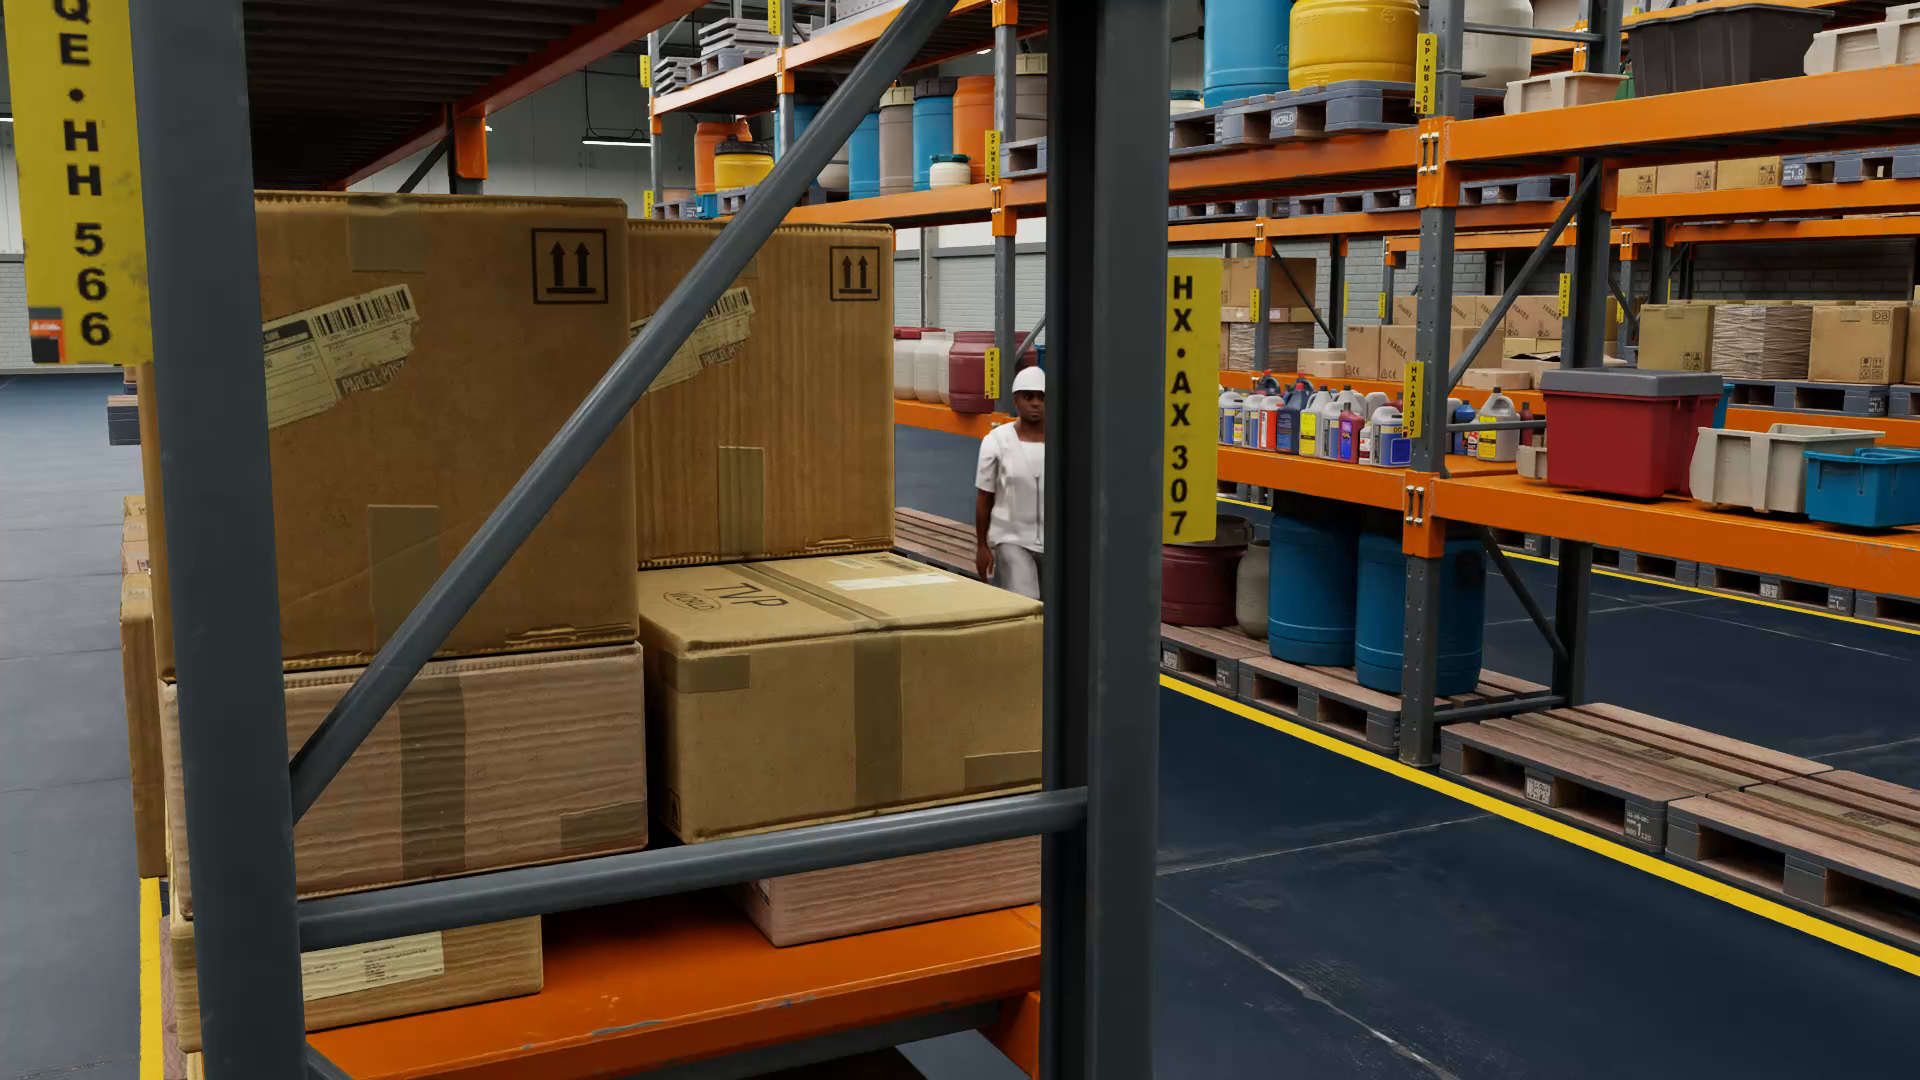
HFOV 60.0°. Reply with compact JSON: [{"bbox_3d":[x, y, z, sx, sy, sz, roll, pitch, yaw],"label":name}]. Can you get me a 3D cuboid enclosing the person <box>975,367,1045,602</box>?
[{"bbox_3d":[0.366,0.014,8.187,0.573,1.734,0.959,-1,9,-9],"label":"person"}]
